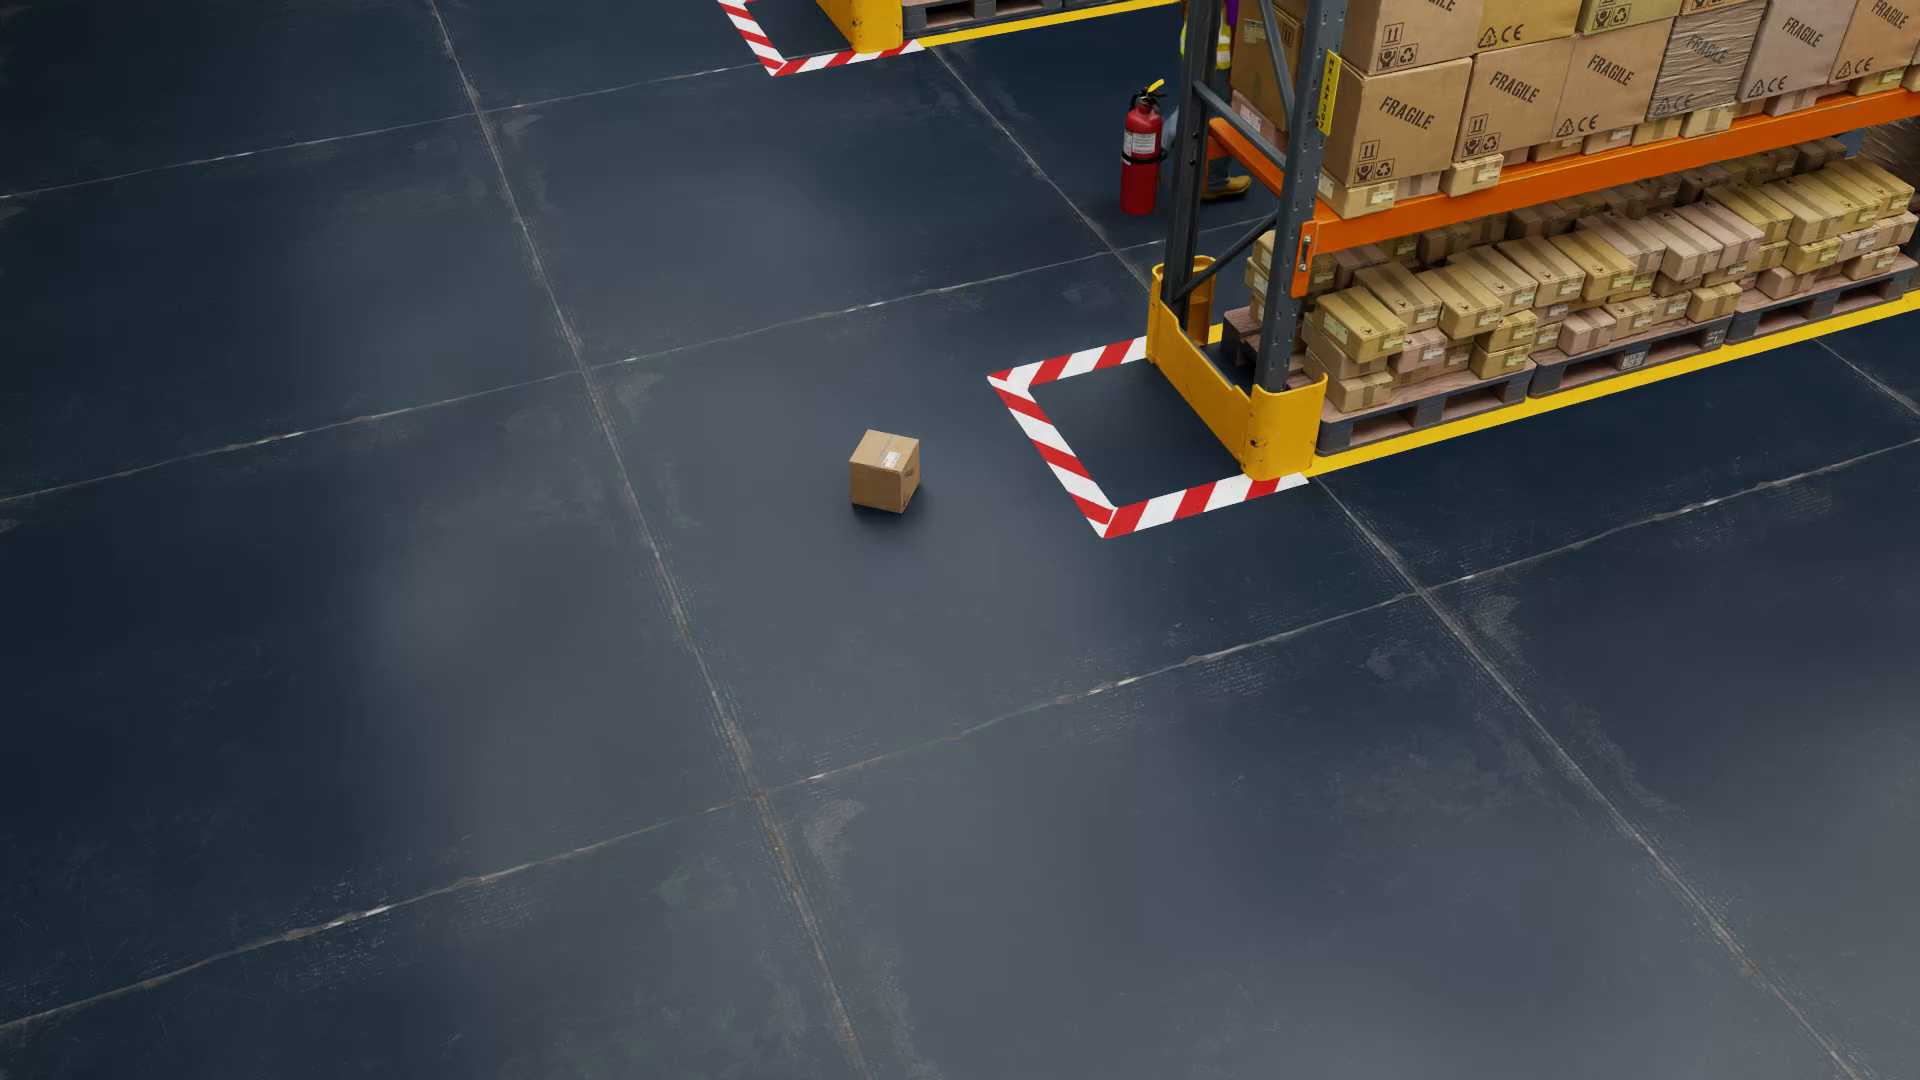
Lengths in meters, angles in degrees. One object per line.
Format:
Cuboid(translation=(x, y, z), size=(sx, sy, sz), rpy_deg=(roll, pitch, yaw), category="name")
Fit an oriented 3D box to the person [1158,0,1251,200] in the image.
Cuboid(translation=(1.363, -2.650, 9.136), size=(0.678, 1.717, 0.619), rpy_deg=(-21, 46, -22), category="person")
